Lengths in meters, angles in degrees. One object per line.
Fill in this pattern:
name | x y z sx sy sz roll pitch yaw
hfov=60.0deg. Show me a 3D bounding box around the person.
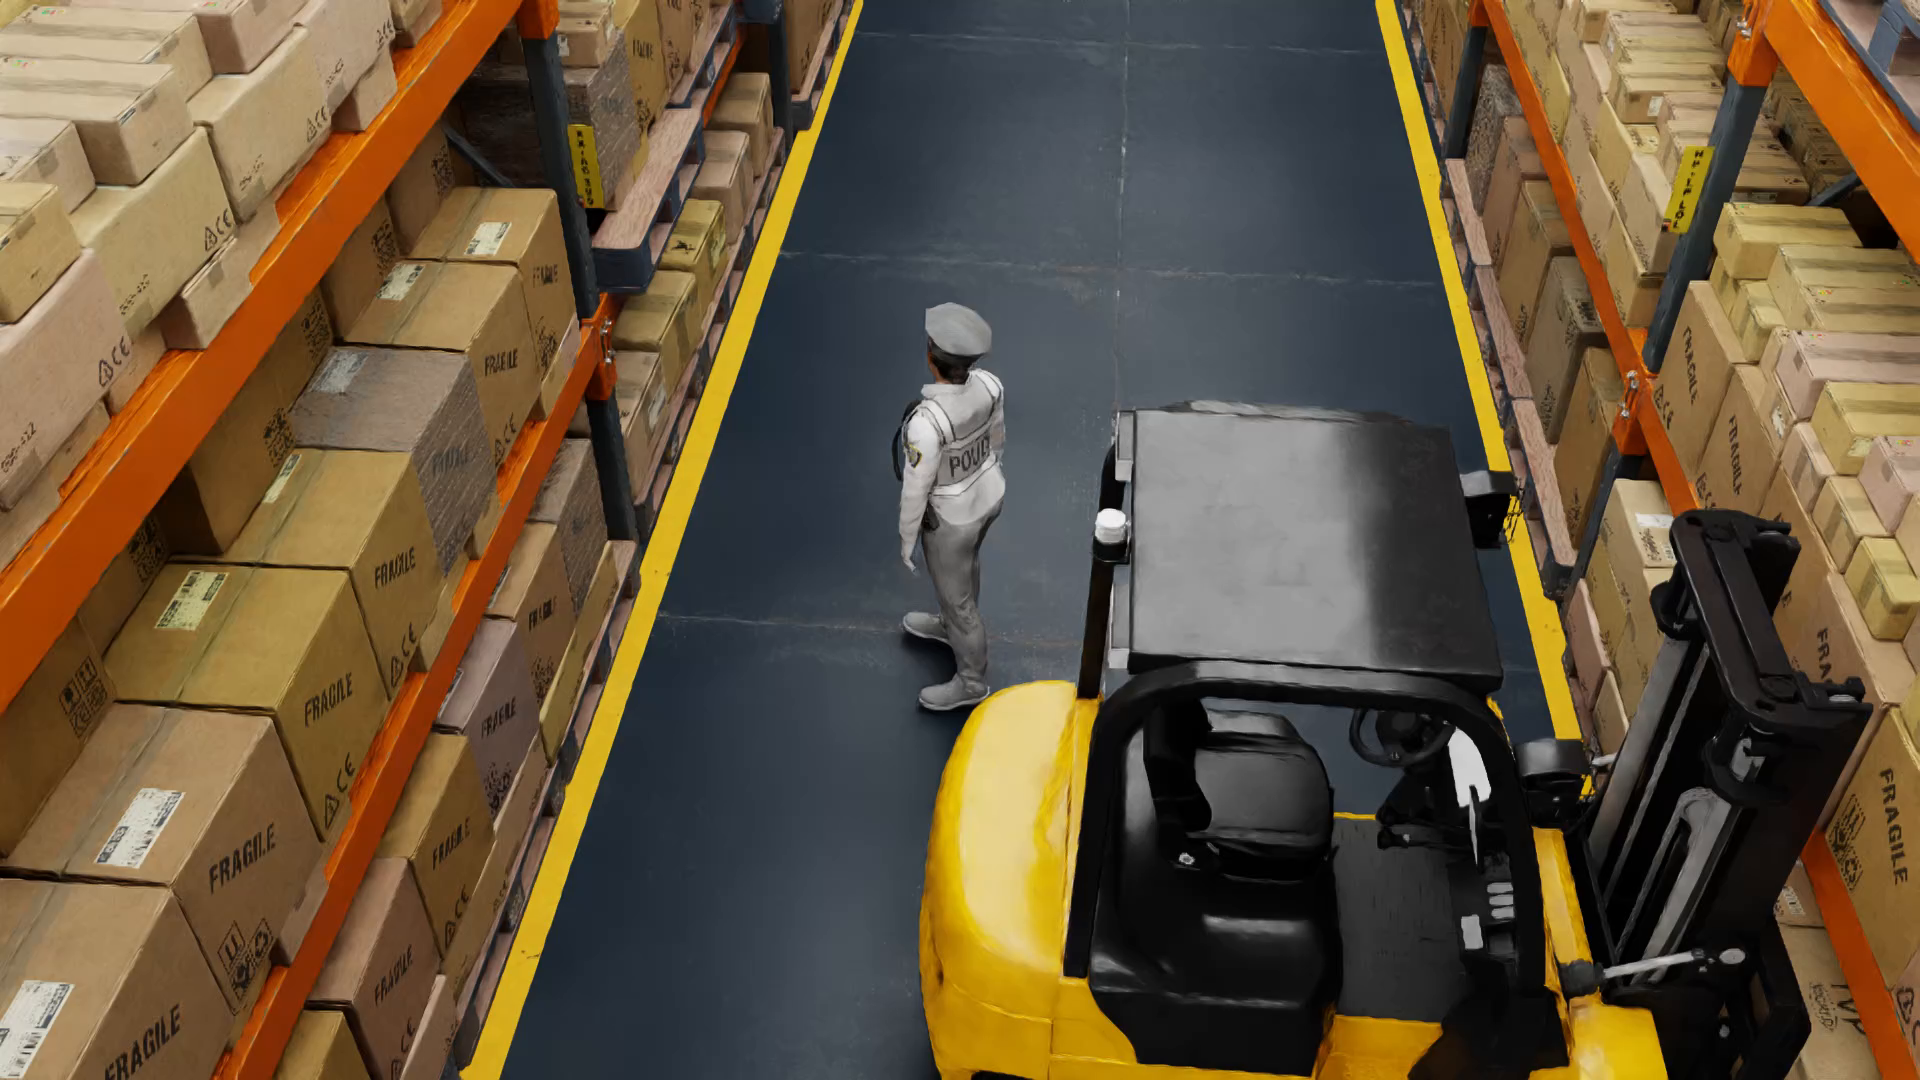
person | -0.051 -0.141 6.278 0.534 1.673 0.569 23 46 25
